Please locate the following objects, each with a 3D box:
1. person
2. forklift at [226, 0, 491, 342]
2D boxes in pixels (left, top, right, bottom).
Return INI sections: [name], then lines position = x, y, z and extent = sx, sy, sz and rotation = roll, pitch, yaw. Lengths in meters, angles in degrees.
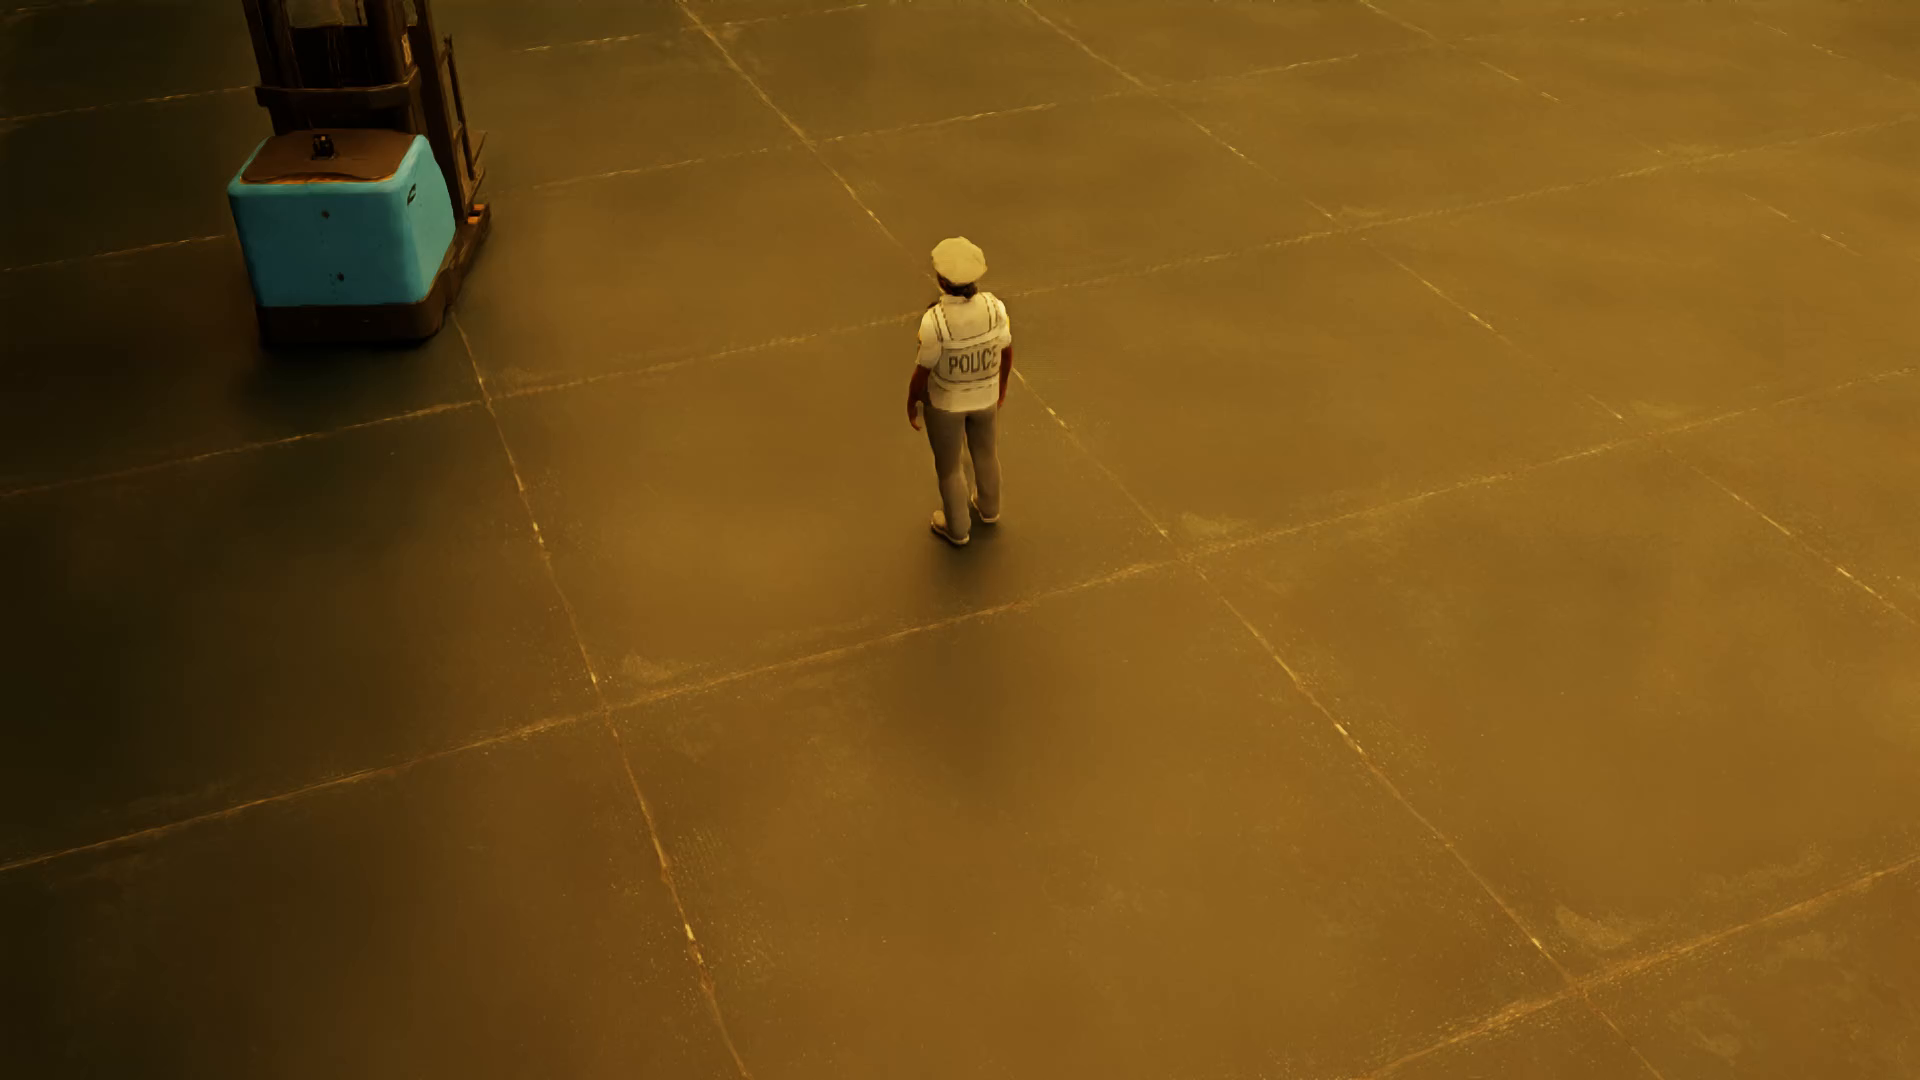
[person]
position = -0.011, -0.737, 8.198
extent = 0.570, 1.684, 0.529
rotation = -14, 38, -19
[forklift]
position = -3.859, -3.239, 10.653
extent = 1.130, 2.935, 3.031
rotation = -2, 35, -2
